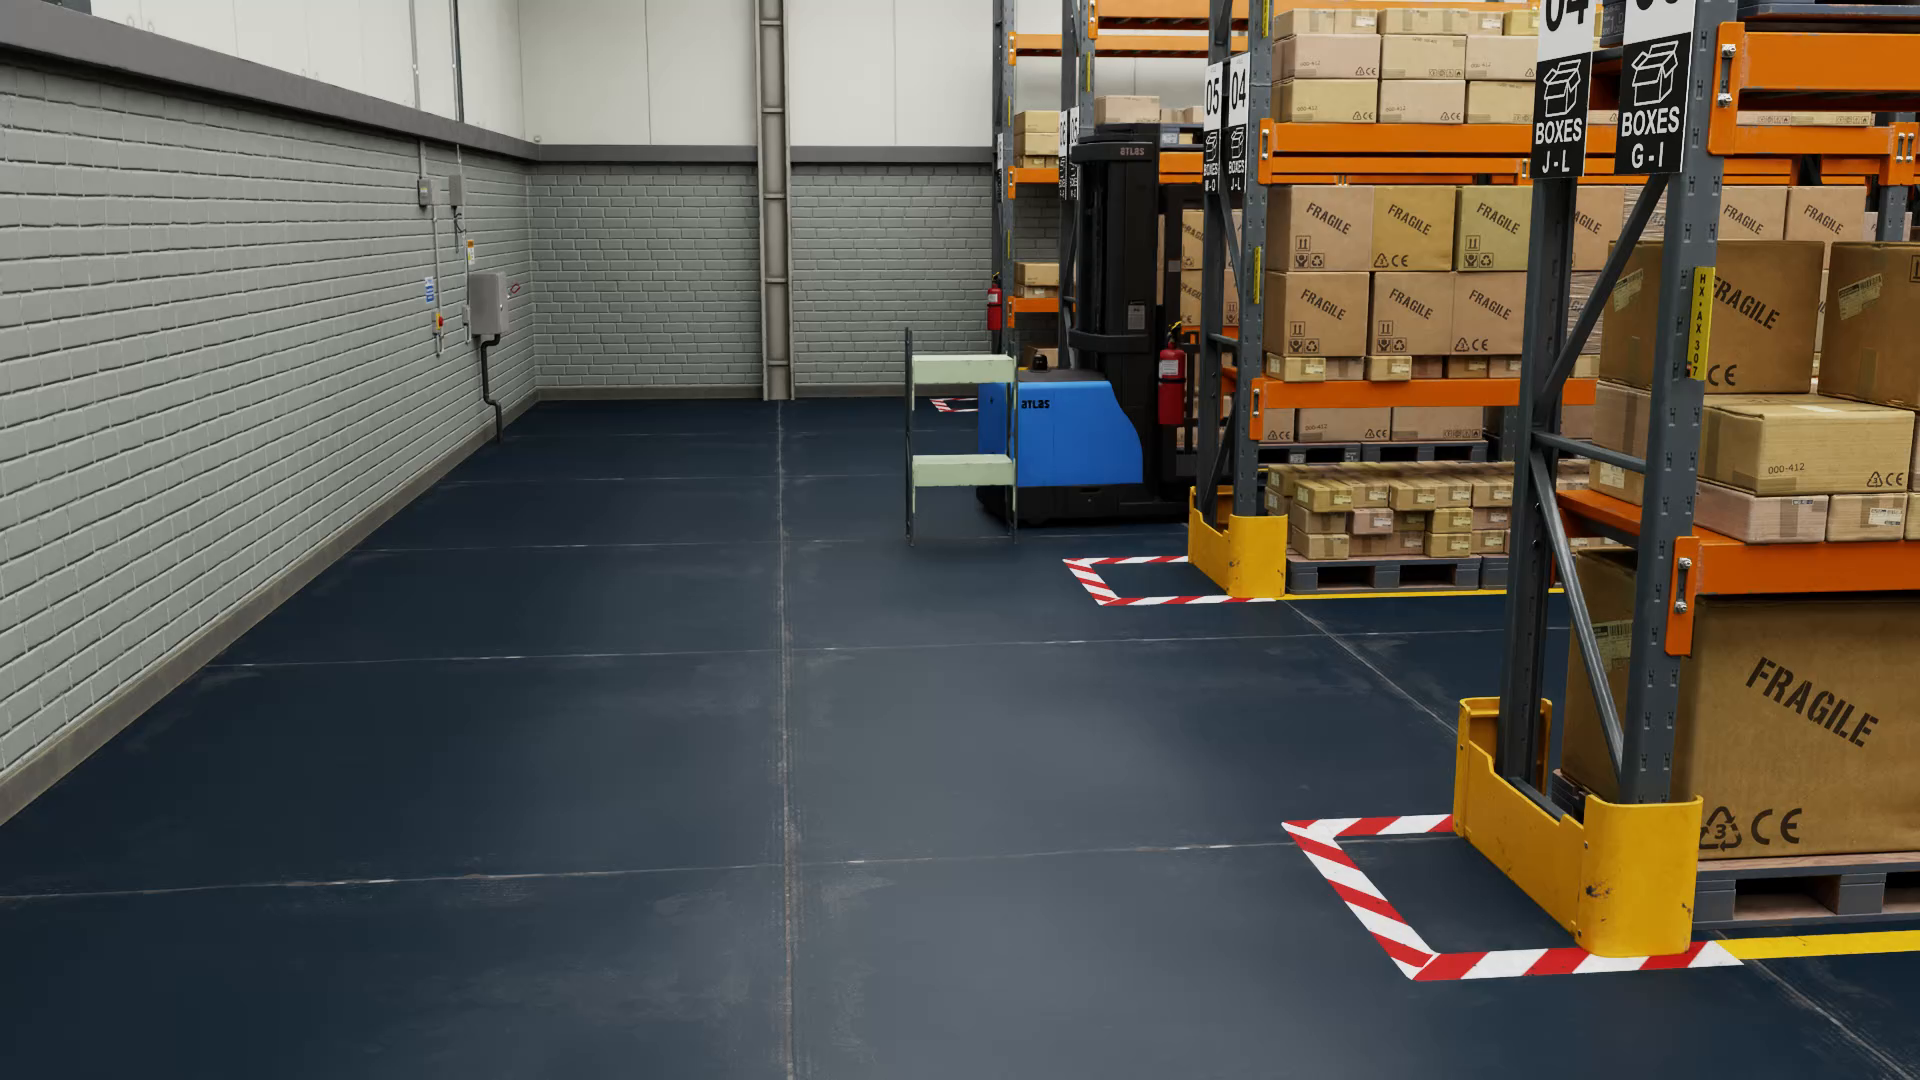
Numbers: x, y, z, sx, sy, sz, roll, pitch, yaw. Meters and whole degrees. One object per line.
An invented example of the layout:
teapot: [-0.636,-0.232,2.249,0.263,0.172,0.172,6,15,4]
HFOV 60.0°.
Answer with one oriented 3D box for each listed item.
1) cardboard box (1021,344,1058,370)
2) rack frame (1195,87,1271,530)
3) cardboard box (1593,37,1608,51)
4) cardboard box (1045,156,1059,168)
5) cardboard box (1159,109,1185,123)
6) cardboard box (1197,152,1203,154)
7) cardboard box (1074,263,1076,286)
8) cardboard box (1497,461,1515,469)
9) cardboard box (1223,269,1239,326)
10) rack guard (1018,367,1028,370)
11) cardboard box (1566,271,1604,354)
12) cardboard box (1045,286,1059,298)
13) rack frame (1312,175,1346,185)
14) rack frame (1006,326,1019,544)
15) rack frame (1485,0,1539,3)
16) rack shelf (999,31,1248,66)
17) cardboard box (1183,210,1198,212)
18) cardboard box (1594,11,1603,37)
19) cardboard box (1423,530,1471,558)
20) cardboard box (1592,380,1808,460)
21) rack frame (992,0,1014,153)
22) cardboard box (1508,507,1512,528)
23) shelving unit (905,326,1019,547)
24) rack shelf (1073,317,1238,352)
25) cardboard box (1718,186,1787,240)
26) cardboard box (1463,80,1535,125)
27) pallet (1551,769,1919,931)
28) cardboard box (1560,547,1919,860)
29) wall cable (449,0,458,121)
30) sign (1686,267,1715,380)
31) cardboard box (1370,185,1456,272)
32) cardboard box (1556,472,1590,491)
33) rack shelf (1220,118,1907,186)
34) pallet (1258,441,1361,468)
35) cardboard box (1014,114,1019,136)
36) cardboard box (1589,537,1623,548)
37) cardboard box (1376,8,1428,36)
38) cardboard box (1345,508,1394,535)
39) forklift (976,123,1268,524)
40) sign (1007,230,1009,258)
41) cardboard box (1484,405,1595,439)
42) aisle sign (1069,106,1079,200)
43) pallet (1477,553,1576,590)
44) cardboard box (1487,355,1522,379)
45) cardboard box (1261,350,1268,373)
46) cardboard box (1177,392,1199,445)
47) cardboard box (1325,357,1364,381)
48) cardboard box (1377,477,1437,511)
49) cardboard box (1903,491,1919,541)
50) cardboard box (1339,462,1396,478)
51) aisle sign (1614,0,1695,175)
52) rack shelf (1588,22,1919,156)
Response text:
cardboard box: [1.123,-2.105,20.184,0.637,0.503,0.797,-2,11,-8]
rack frame: [1.679,-1.231,10.352,0.127,3.000,1.000,-1,11,-6]
cardboard box: [3.669,-2.864,9.975,0.500,0.250,0.500,-2,11,-8]
cardboard box: [1.104,-4.451,19.607,0.250,0.149,0.380,-1,11,-5]
cardboard box: [1.890,-3.832,15.113,0.250,0.149,0.380,-2,11,-10]
cardboard box: [3.002,-4.678,19.728,0.500,0.250,0.500,-1,11,-5]
cardboard box: [1.486,-3.170,19.836,0.500,0.250,0.500,-1,11,-5]
cardboard box: [3.734,-0.418,10.978,0.250,0.149,0.380,-1,11,-6]
cardboard box: [2.560,-2.205,15.048,0.500,0.500,0.500,-1,11,-6]
rack guard: [0.580,-1.905,20.261,0.348,0.500,1.175,-1,11,-6]
cardboard box: [3.679,-1.418,10.273,0.500,0.500,0.500,-1,11,-8]
cardboard box: [1.109,-2.975,19.875,0.250,0.149,0.380,-1,11,-5]
rack frame: [4.481,-3.213,20.435,0.127,3.000,1.000,-1,11,-6]
rack frame: [0.371,-0.744,11.763,0.023,1.500,0.400,-1,11,-6]
rack frame: [5.021,-5.205,15.015,0.127,3.000,1.000,-1,11,-6]
rack shelf: [2.493,-5.760,19.715,4.000,0.370,1.077,-1,11,-6]
cardboard box: [1.950,-2.993,14.782,0.250,0.149,0.380,-1,11,-4]
cardboard box: [3.842,-3.053,9.905,0.250,0.149,0.380,-1,11,-7]
cardboard box: [2.998,0.001,10.391,0.250,0.149,0.380,-1,11,-5]
cardboard box: [2.567,-0.411,5.799,0.500,0.250,0.500,-1,11,-7]
rack frame: [0.504,-6.073,19.433,0.127,3.000,1.000,-1,11,-6]
cardboard box: [3.525,-0.184,10.560,0.250,0.149,0.380,-1,11,-3]
shelving unit: [0.007,-0.736,11.724,0.755,1.500,0.431,-1,11,-6]
rack shelf: [3.032,-1.867,15.451,4.000,0.370,1.077,-1,11,-6]
cardboard box: [4.704,-1.926,10.268,0.500,0.500,0.500,-2,11,-8]
cardboard box: [3.188,-2.613,9.994,0.500,0.250,0.500,-2,11,-8]
pallet: [2.901,1.059,5.933,1.213,0.211,1.003,-1,11,-6]
cardboard box: [2.742,0.530,5.813,0.875,0.875,0.875,-1,11,-6]
wall cable: [-4.659,-5.093,14.448,0.029,3.000,2.355,-1,11,-6]
sign: [2.168,-0.634,4.870,0.005,0.325,0.100,-1,11,-6]
cardboard box: [2.655,-1.886,10.066,0.500,0.500,0.500,-1,11,-4]
cardboard box: [3.782,-0.330,10.532,0.250,0.149,0.380,-1,11,-6]
rack shelf: [3.667,-2.391,10.344,4.000,0.370,1.077,-1,11,-6]
pallet: [3.041,-0.866,15.726,1.213,0.211,1.003,-1,11,-6]
cardboard box: [0.916,-4.982,19.979,0.500,0.250,0.500,-2,11,-8]
cardboard box: [4.007,-0.034,10.565,0.250,0.149,0.380,-1,11,-5]
cardboard box: [2.559,-3.026,9.770,0.250,0.149,0.380,-1,11,-6]
cardboard box: [2.506,-0.140,10.337,0.250,0.149,0.380,-1,11,-6]
forklift: [1.701,-1.675,12.792,3.031,2.935,1.130,-2,11,-12]
sign: [0.563,-3.450,19.399,0.005,0.325,0.100,-1,11,-6]
cardboard box: [5.628,-1.453,15.902,0.875,0.875,0.875,-1,11,-4]
aisle sign: [1.004,-3.396,14.629,0.004,0.787,0.394,-1,11,-6]
pallet: [3.776,0.101,10.807,1.213,0.211,1.003,-1,11,-6]
cardboard box: [3.322,-1.092,10.299,0.250,0.149,0.380,-1,11,-7]
cardboard box: [1.973,-1.168,10.687,0.250,0.149,0.380,-1,11,-6]
cardboard box: [1.689,-1.160,15.544,0.875,0.438,0.875,-2,11,-8]
cardboard box: [2.285,-1.065,10.158,0.250,0.149,0.380,-1,11,-4]
cardboard box: [2.762,-0.285,10.302,0.250,0.149,0.380,-1,11,-6]
cardboard box: [3.012,-0.109,5.299,0.250,0.149,0.380,-1,11,-7]
cardboard box: [2.678,-0.413,10.954,0.250,0.149,0.380,-1,11,-7]
aisle sign: [2.075,-1.494,4.952,0.004,0.787,0.394,-1,11,-6]
rack shelf: [4.103,-1.438,5.495,4.000,0.370,1.077,-1,11,-6]
